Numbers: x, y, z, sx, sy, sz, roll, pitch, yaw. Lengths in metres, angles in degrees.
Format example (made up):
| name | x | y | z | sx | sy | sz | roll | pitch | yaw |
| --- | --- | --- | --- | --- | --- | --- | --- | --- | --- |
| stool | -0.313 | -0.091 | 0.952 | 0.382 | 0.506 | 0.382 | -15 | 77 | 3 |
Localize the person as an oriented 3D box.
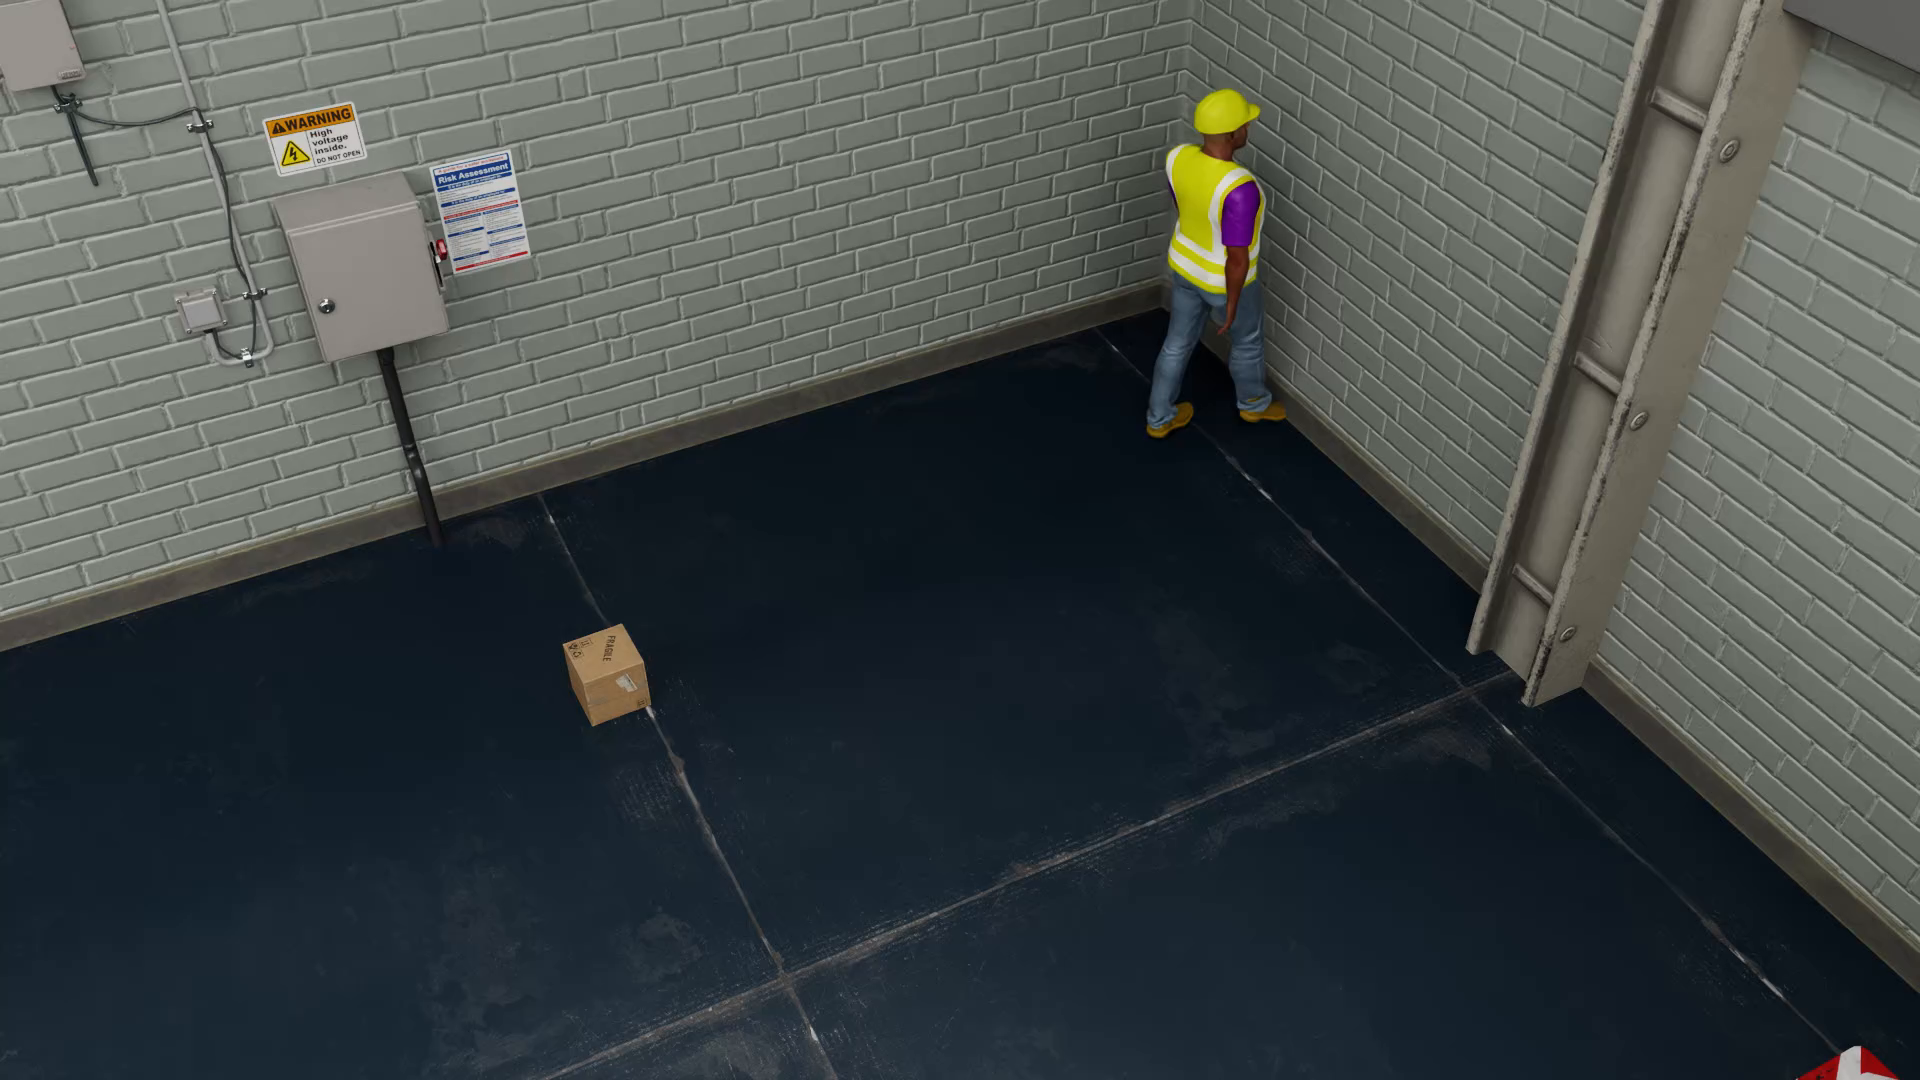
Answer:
| name | x | y | z | sx | sy | sz | roll | pitch | yaw |
| --- | --- | --- | --- | --- | --- | --- | --- | --- | --- |
| person | 1.223 | -1.262 | 7.579 | 0.756 | 1.769 | 0.578 | -28 | 48 | -28 |
